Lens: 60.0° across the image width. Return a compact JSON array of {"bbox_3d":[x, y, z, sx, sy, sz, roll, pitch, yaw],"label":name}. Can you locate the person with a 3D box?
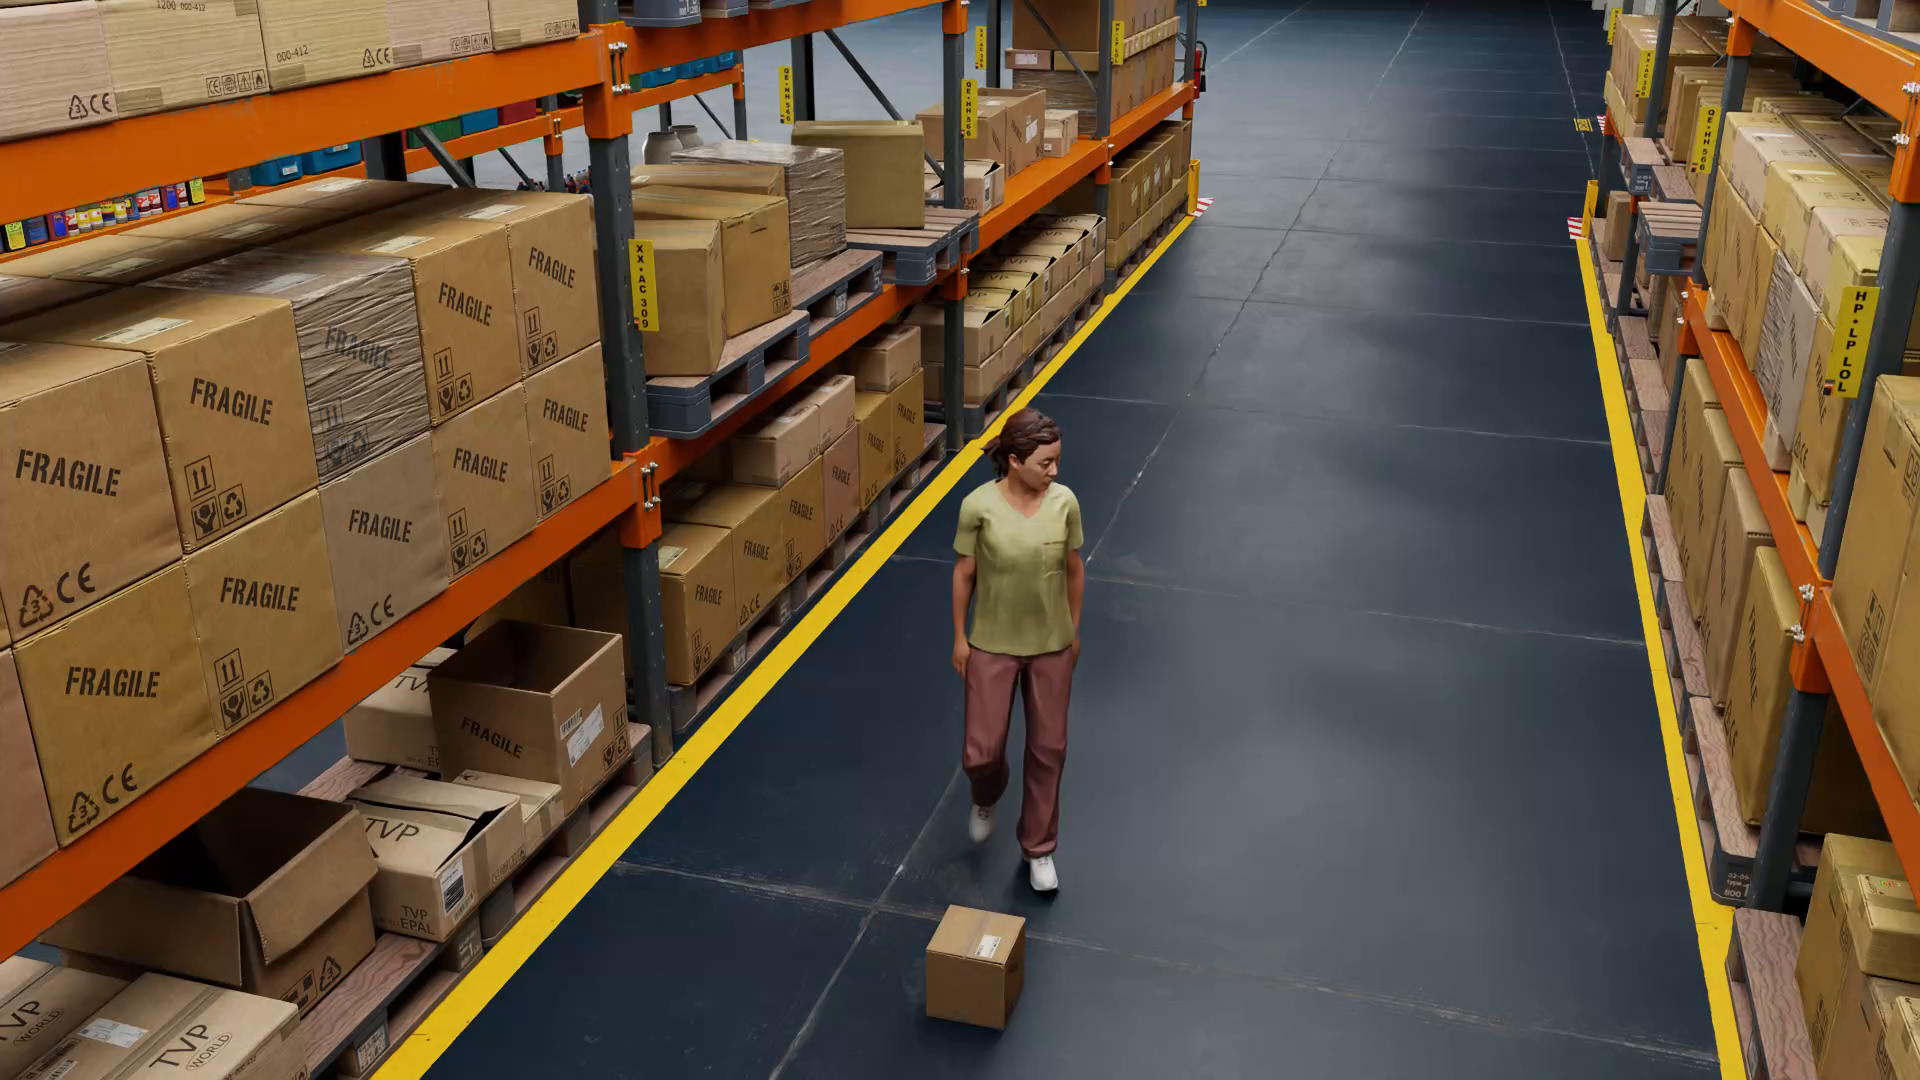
[{"bbox_3d":[0.210,0.364,5.644,0.467,1.676,0.509,-4,22,-10],"label":"person"}]
